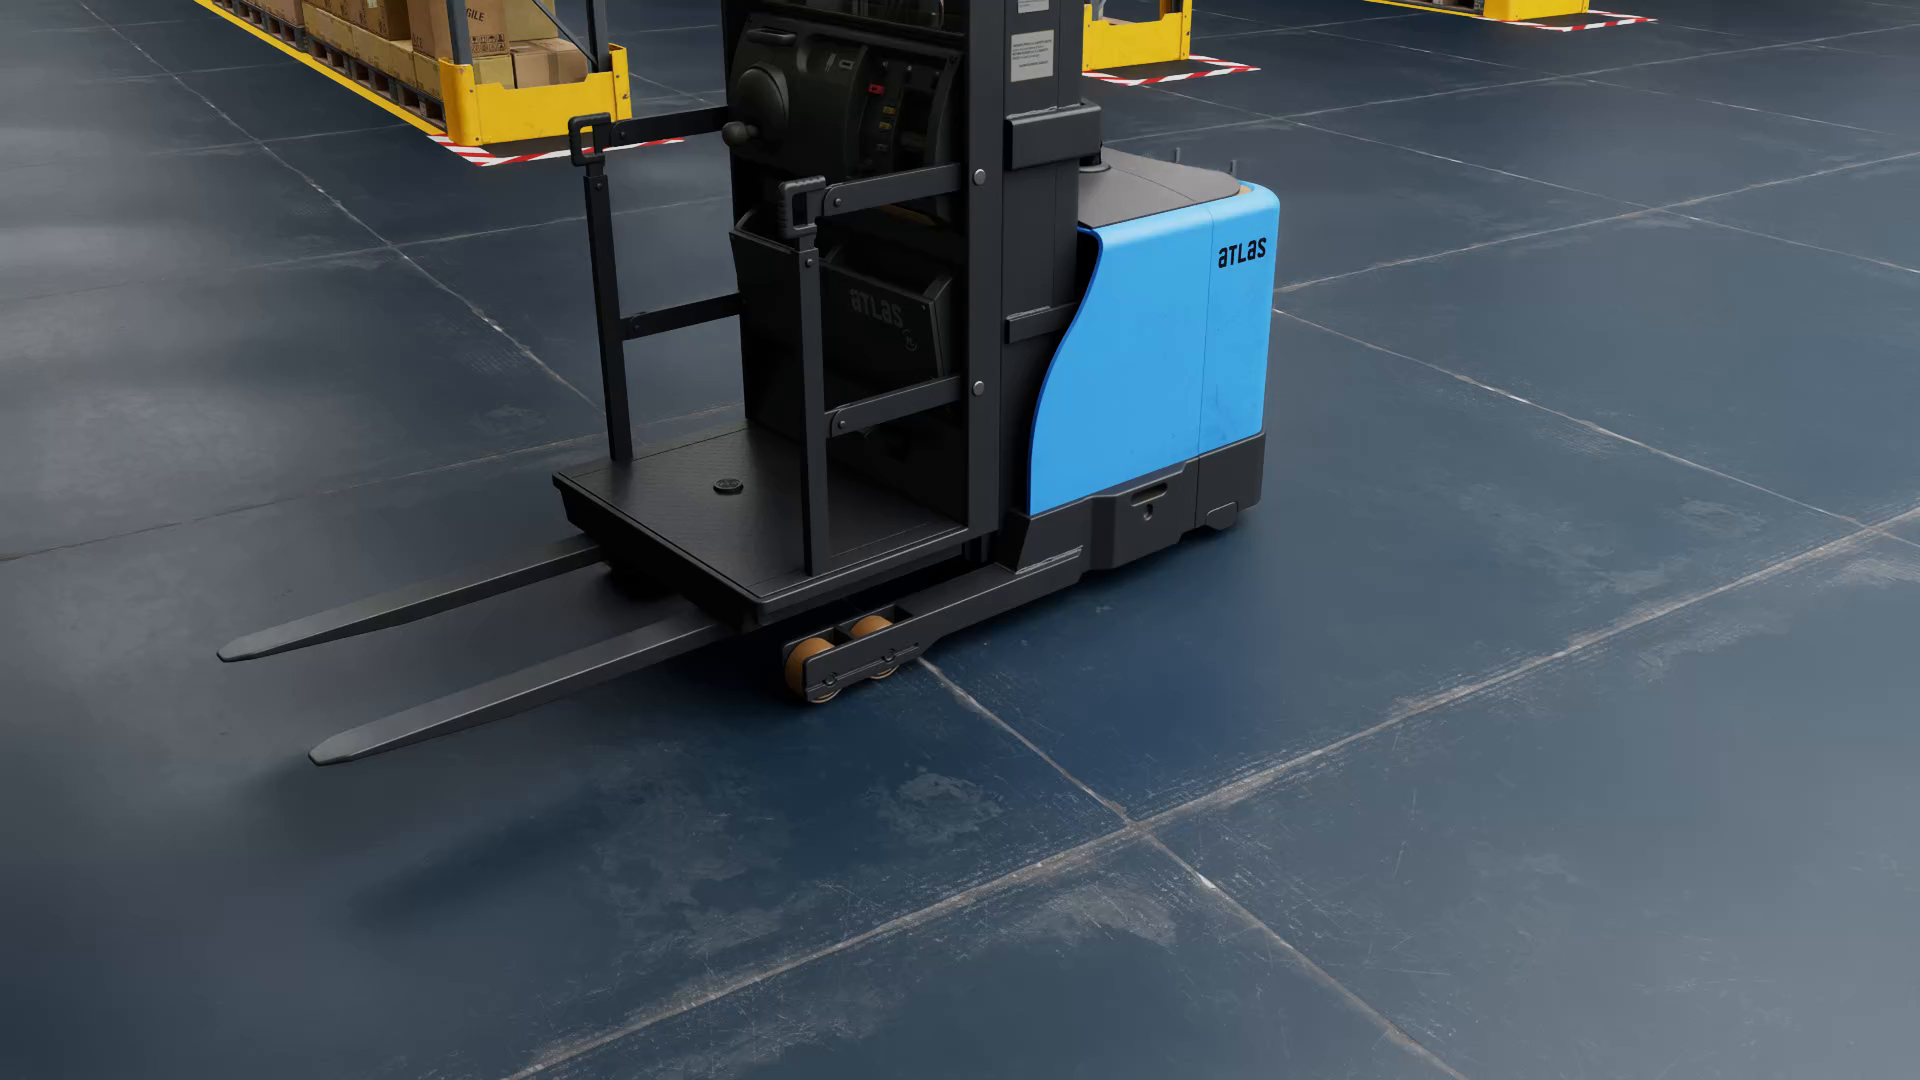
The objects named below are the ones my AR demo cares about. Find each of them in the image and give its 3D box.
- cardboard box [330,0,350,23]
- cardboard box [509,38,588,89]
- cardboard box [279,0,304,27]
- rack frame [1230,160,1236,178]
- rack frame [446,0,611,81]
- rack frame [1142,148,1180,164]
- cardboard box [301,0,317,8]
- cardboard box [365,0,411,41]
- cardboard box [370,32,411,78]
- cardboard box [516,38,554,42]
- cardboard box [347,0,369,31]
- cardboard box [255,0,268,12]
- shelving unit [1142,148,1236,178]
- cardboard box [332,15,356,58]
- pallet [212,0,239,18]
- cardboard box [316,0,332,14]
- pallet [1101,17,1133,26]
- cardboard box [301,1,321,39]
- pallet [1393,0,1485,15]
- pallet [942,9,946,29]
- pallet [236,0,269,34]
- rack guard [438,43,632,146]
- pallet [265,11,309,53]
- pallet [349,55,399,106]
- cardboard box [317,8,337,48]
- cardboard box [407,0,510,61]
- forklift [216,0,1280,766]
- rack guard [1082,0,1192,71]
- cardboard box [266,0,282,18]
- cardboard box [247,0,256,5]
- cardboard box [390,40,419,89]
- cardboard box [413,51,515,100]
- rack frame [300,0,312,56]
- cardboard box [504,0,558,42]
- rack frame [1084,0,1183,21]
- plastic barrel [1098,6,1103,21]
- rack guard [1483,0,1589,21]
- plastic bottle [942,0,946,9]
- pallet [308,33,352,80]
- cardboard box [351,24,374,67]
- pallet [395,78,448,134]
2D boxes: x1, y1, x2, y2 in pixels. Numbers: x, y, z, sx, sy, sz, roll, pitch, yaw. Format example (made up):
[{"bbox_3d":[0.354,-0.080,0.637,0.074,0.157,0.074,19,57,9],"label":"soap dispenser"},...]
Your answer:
[{"bbox_3d":[-4.406,-4.165,12.410,0.500,0.500,0.500,-16,29,-30],"label":"cardboard box"},{"bbox_3d":[-2.865,-3.235,11.319,0.500,0.250,0.500,-16,29,-30],"label":"cardboard box"},{"bbox_3d":[-5.412,-4.503,14.004,0.500,0.250,0.500,-16,30,-30],"label":"cardboard box"},{"bbox_3d":[0.820,-0.733,5.573,0.200,1.050,0.008,-20,32,-37],"label":"rack frame"},{"bbox_3d":[-2.759,-4.045,10.305,1.000,3.000,0.127,-16,29,-30],"label":"rack frame"},{"bbox_3d":[0.659,-0.812,5.739,0.200,1.050,0.008,-20,32,-37],"label":"rack frame"},{"bbox_3d":[-4.952,-4.523,13.167,0.500,0.500,0.500,-16,29,-30],"label":"cardboard box"},{"bbox_3d":[-3.859,-3.808,11.652,0.500,0.500,0.500,-16,29,-30],"label":"cardboard box"},{"bbox_3d":[-3.857,-3.469,11.814,0.500,0.250,0.500,-16,29,-30],"label":"cardboard box"},{"bbox_3d":[-3.141,-3.413,11.696,0.500,0.250,0.500,-16,29,-30],"label":"cardboard box"},{"bbox_3d":[-4.131,-3.987,12.032,0.500,0.500,0.500,-16,29,-30],"label":"cardboard box"},{"bbox_3d":[-5.966,-4.867,14.776,0.500,0.250,0.500,-15,29,-28],"label":"cardboard box"},{"bbox_3d":[0.739,-0.772,5.656,0.215,1.050,0.252,-20,32,-37],"label":"shelving unit"},{"bbox_3d":[-4.406,-3.826,12.569,0.500,0.250,0.500,-16,29,-30],"label":"cardboard box"},{"bbox_3d":[-6.709,-5.342,16.319,1.003,0.211,1.213,-16,29,-30],"label":"pallet"},{"bbox_3d":[-4.672,-4.346,12.792,0.500,0.500,0.500,-16,29,-30],"label":"cardboard box"},{"bbox_3d":[0.874,-4.245,13.995,1.003,0.211,1.213,-16,29,-30],"label":"pallet"},{"bbox_3d":[-4.943,-4.186,13.332,0.500,0.250,0.500,-16,29,-30],"label":"cardboard box"},{"bbox_3d":[5.088,-5.417,16.479,1.003,0.211,1.213,-16,29,-30],"label":"pallet"},{"bbox_3d":[0.212,-4.681,14.919,1.003,0.211,1.213,-16,29,-30],"label":"pallet"},{"bbox_3d":[-6.047,-4.906,15.395,1.003,0.211,1.213,-16,29,-30],"label":"pallet"},{"bbox_3d":[-2.746,-2.906,10.821,1.175,0.500,0.348,-16,29,-30],"label":"rack guard"},{"bbox_3d":[-5.377,-4.469,14.470,1.003,0.211,1.213,-16,29,-30],"label":"pallet"},{"bbox_3d":[-3.873,-3.484,12.383,1.003,0.211,1.213,-16,29,-30],"label":"pallet"},{"bbox_3d":[-4.675,-4.006,12.951,0.500,0.250,0.500,-16,29,-30],"label":"cardboard box"},{"bbox_3d":[-3.301,-3.453,10.902,0.500,0.500,0.500,-16,29,-30],"label":"cardboard box"},{"bbox_3d":[-0.480,-1.153,4.258,3.031,2.935,1.130,-20,32,-36],"label":"forklift"},{"bbox_3d":[1.313,-4.084,13.316,1.175,0.500,0.348,-16,29,-30],"label":"rack guard"},{"bbox_3d":[-5.686,-4.684,14.388,0.500,0.250,0.500,-16,30,-30],"label":"cardboard box"},{"bbox_3d":[-6.242,-5.050,15.162,0.500,0.250,0.500,-15,29,-29],"label":"cardboard box"},{"bbox_3d":[-3.582,-3.291,11.436,0.500,0.250,0.500,-16,29,-30],"label":"cardboard box"},{"bbox_3d":[-3.299,-3.115,11.063,0.500,0.250,0.500,-16,29,-30],"label":"cardboard box"},{"bbox_3d":[-4.942,-5.476,13.336,1.000,3.000,0.127,-16,29,-30],"label":"rack frame"},{"bbox_3d":[-3.140,-3.753,11.537,0.500,0.500,0.500,-16,29,-30],"label":"cardboard box"},{"bbox_3d":[1.393,-5.198,12.748,1.000,3.000,0.127,-16,29,-30],"label":"rack frame"},{"bbox_3d":[0.970,-4.481,13.650,0.421,0.512,0.421,0,25,0],"label":"plastic barrel"},{"bbox_3d":[5.502,-5.249,15.784,1.175,0.500,0.348,-16,29,-30],"label":"rack guard"},{"bbox_3d":[-0.091,-4.817,14.615,0.152,0.276,0.135,-15,29,-29],"label":"plastic bottle"},{"bbox_3d":[-4.543,-3.921,13.308,1.003,0.211,1.213,-16,29,-30],"label":"pallet"},{"bbox_3d":[-4.128,-3.648,12.194,0.500,0.250,0.500,-16,29,-30],"label":"cardboard box"},{"bbox_3d":[-3.211,-3.048,11.459,1.003,0.211,1.213,-16,29,-30],"label":"pallet"}]
